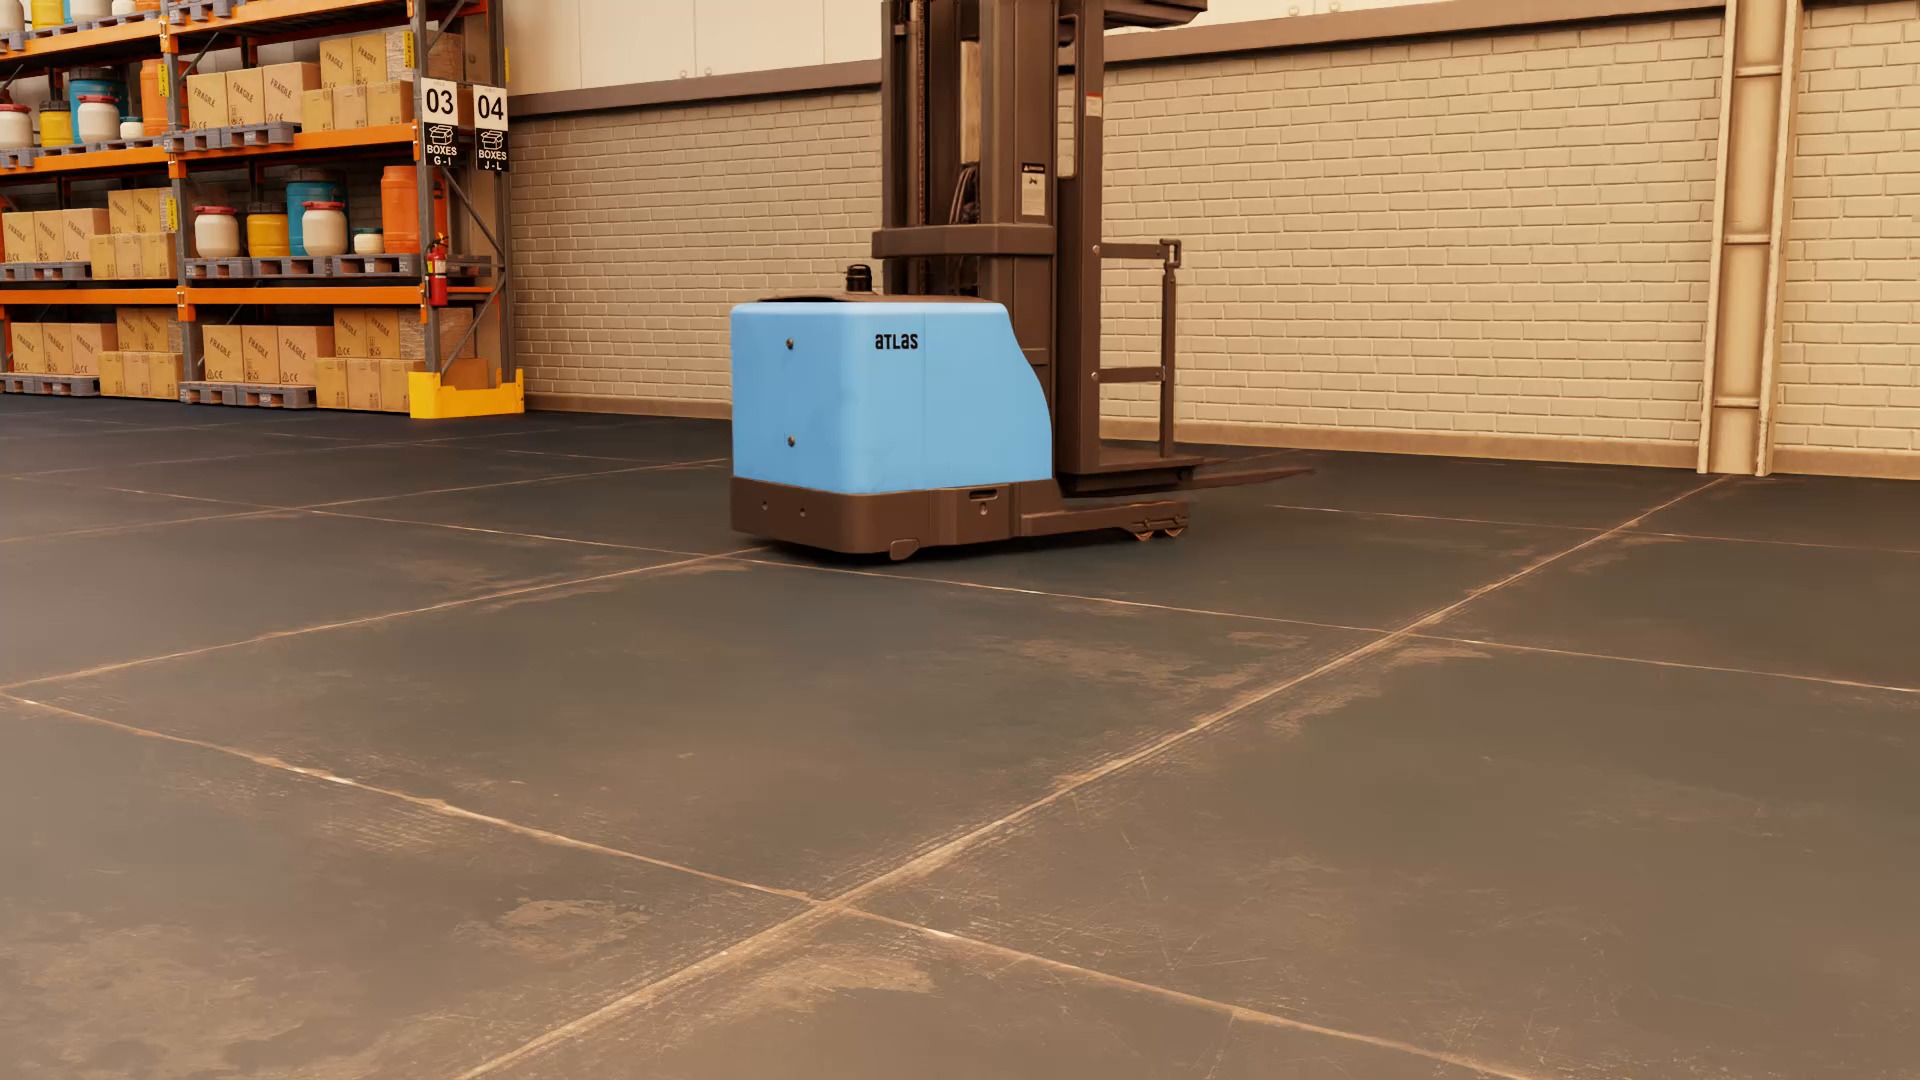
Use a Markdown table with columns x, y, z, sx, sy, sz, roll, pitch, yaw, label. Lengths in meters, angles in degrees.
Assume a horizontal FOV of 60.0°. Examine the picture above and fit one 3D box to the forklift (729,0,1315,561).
| x | y | z | sx | sy | sz | roll | pitch | yaw | label |
| --- | --- | --- | --- | --- | --- | --- | --- | --- | --- |
| 0.446 | -1.507 | 7.791 | 3.031 | 2.935 | 1.130 | -6 | 10 | -37 | forklift |
